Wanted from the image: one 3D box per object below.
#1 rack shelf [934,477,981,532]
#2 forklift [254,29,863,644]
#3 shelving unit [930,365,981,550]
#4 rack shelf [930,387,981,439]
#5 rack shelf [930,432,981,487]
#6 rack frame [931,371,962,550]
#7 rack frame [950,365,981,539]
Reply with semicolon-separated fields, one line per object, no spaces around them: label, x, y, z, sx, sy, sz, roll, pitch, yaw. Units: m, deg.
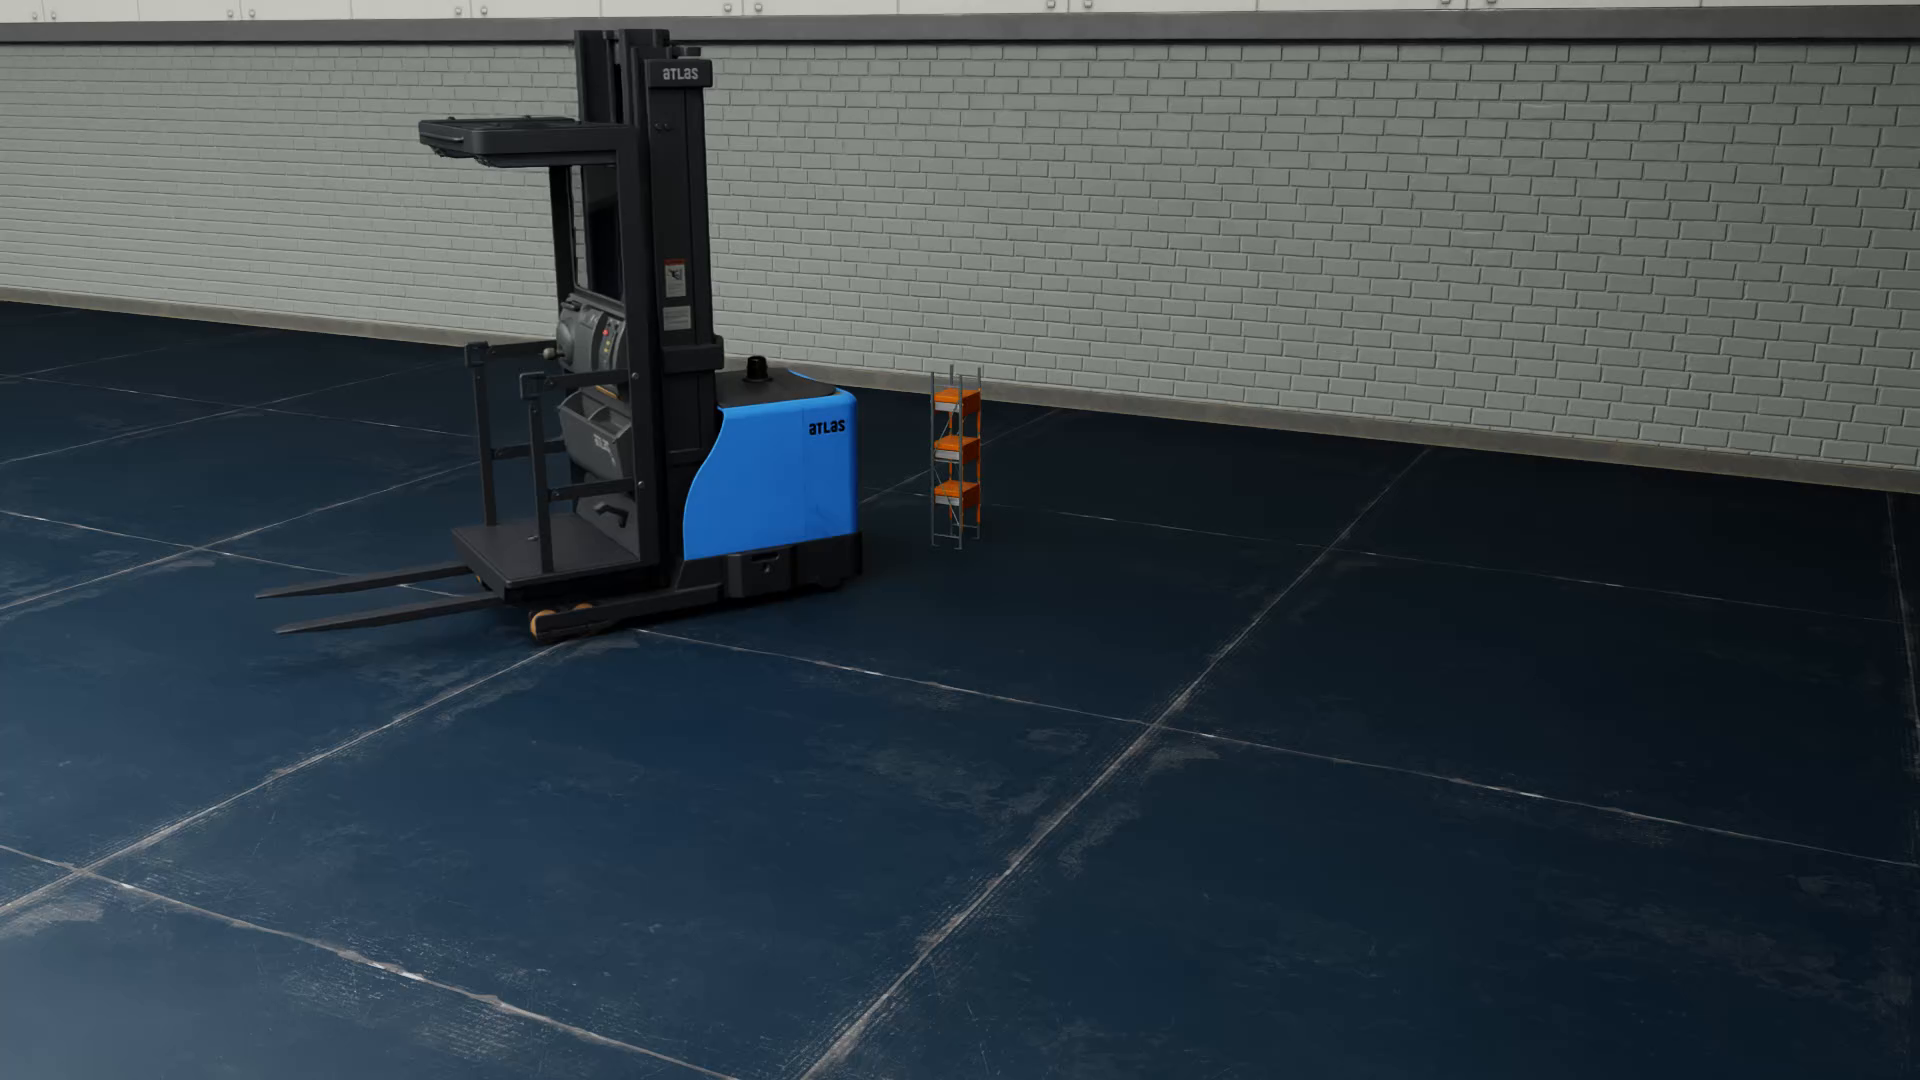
rack shelf;-0.024;-0.213;9.911;0.215;0.259;0.240;8;18;25
forklift;-2.067;-1.060;8.444;3.031;2.935;1.130;-10;19;-29
shelving unit;-0.024;-0.490;9.829;0.215;1.050;0.252;8;18;25
rack shelf;-0.024;-0.752;9.751;0.215;0.259;0.240;8;18;25
rack shelf;-0.024;-0.479;9.832;0.215;0.259;0.240;8;18;25
rack frame;-0.078;-0.459;9.724;0.200;1.050;0.008;8;18;25
rack frame;0.031;-0.521;9.934;0.200;1.050;0.008;8;18;25
